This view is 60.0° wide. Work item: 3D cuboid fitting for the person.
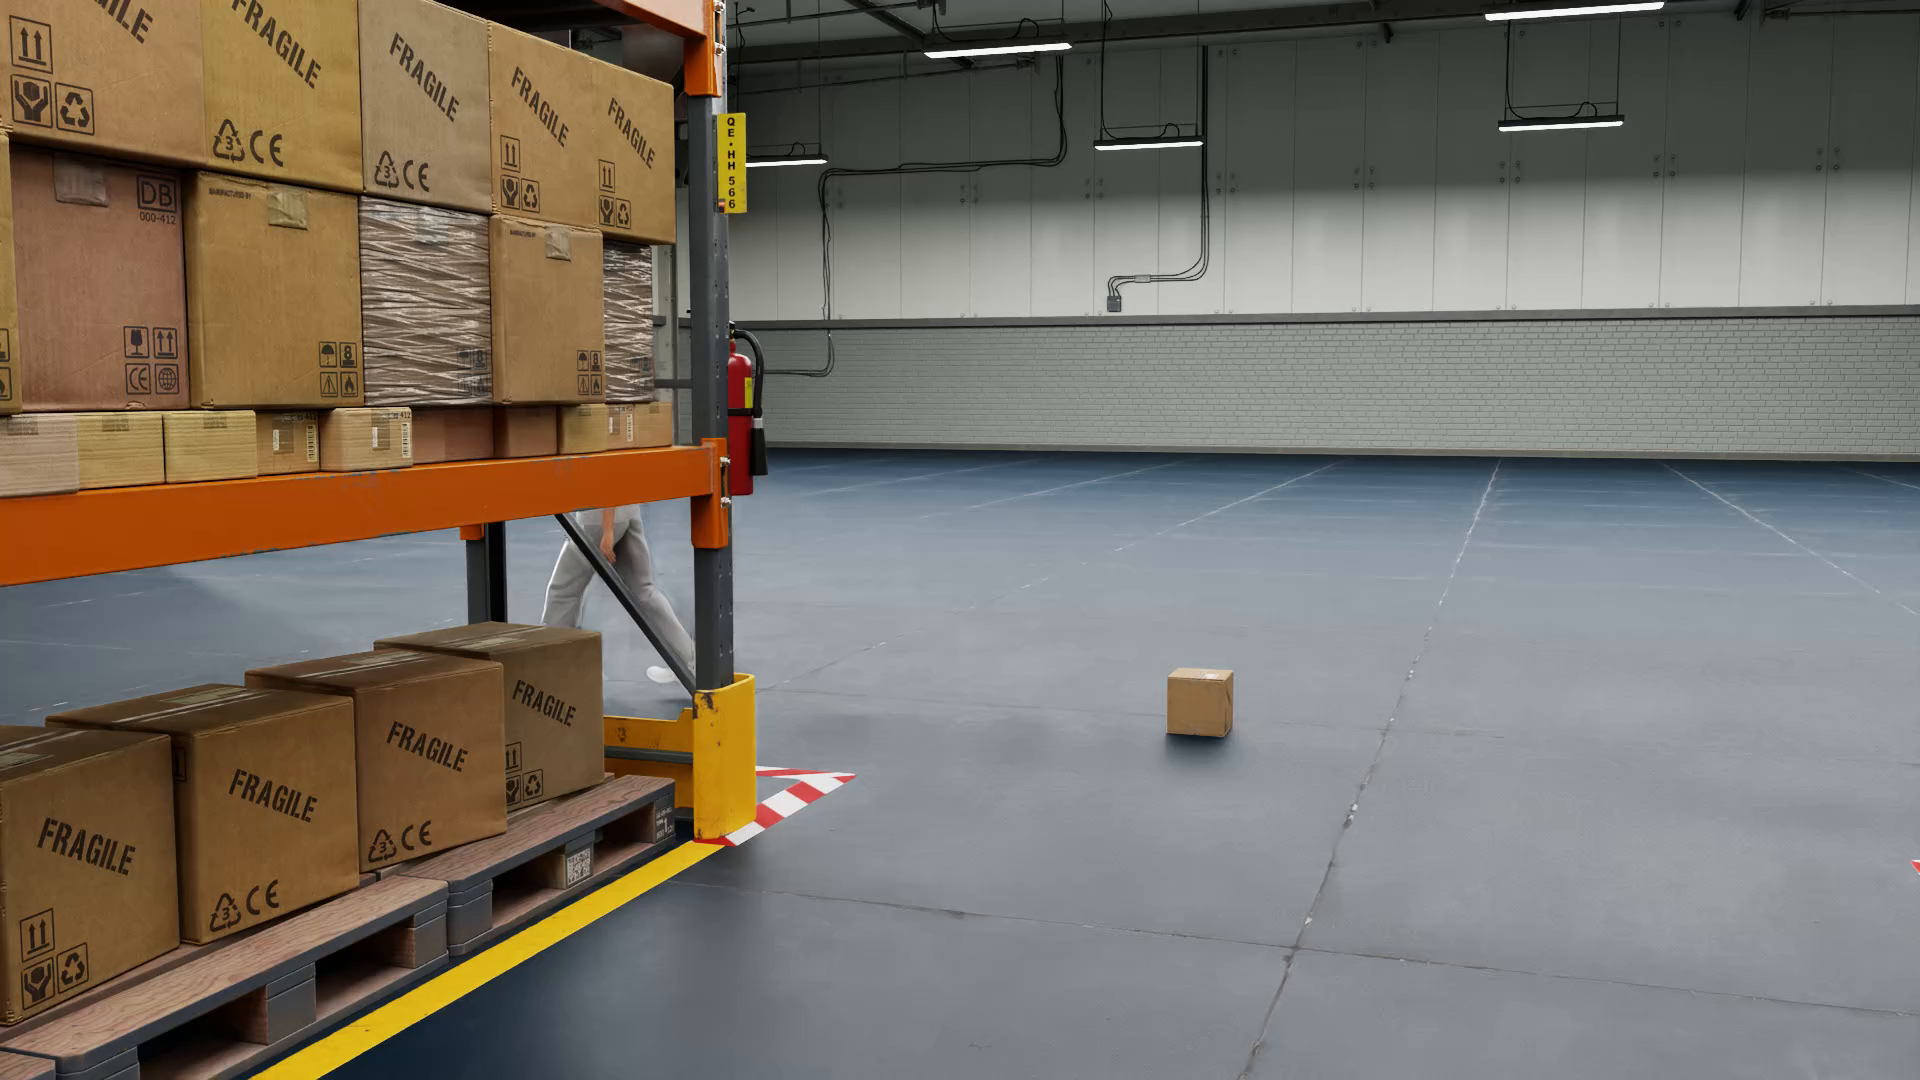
[{"bbox_3d":[-1.726,-0.081,8.090,1.020,1.622,0.460,2,6,17],"label":"person"}]
